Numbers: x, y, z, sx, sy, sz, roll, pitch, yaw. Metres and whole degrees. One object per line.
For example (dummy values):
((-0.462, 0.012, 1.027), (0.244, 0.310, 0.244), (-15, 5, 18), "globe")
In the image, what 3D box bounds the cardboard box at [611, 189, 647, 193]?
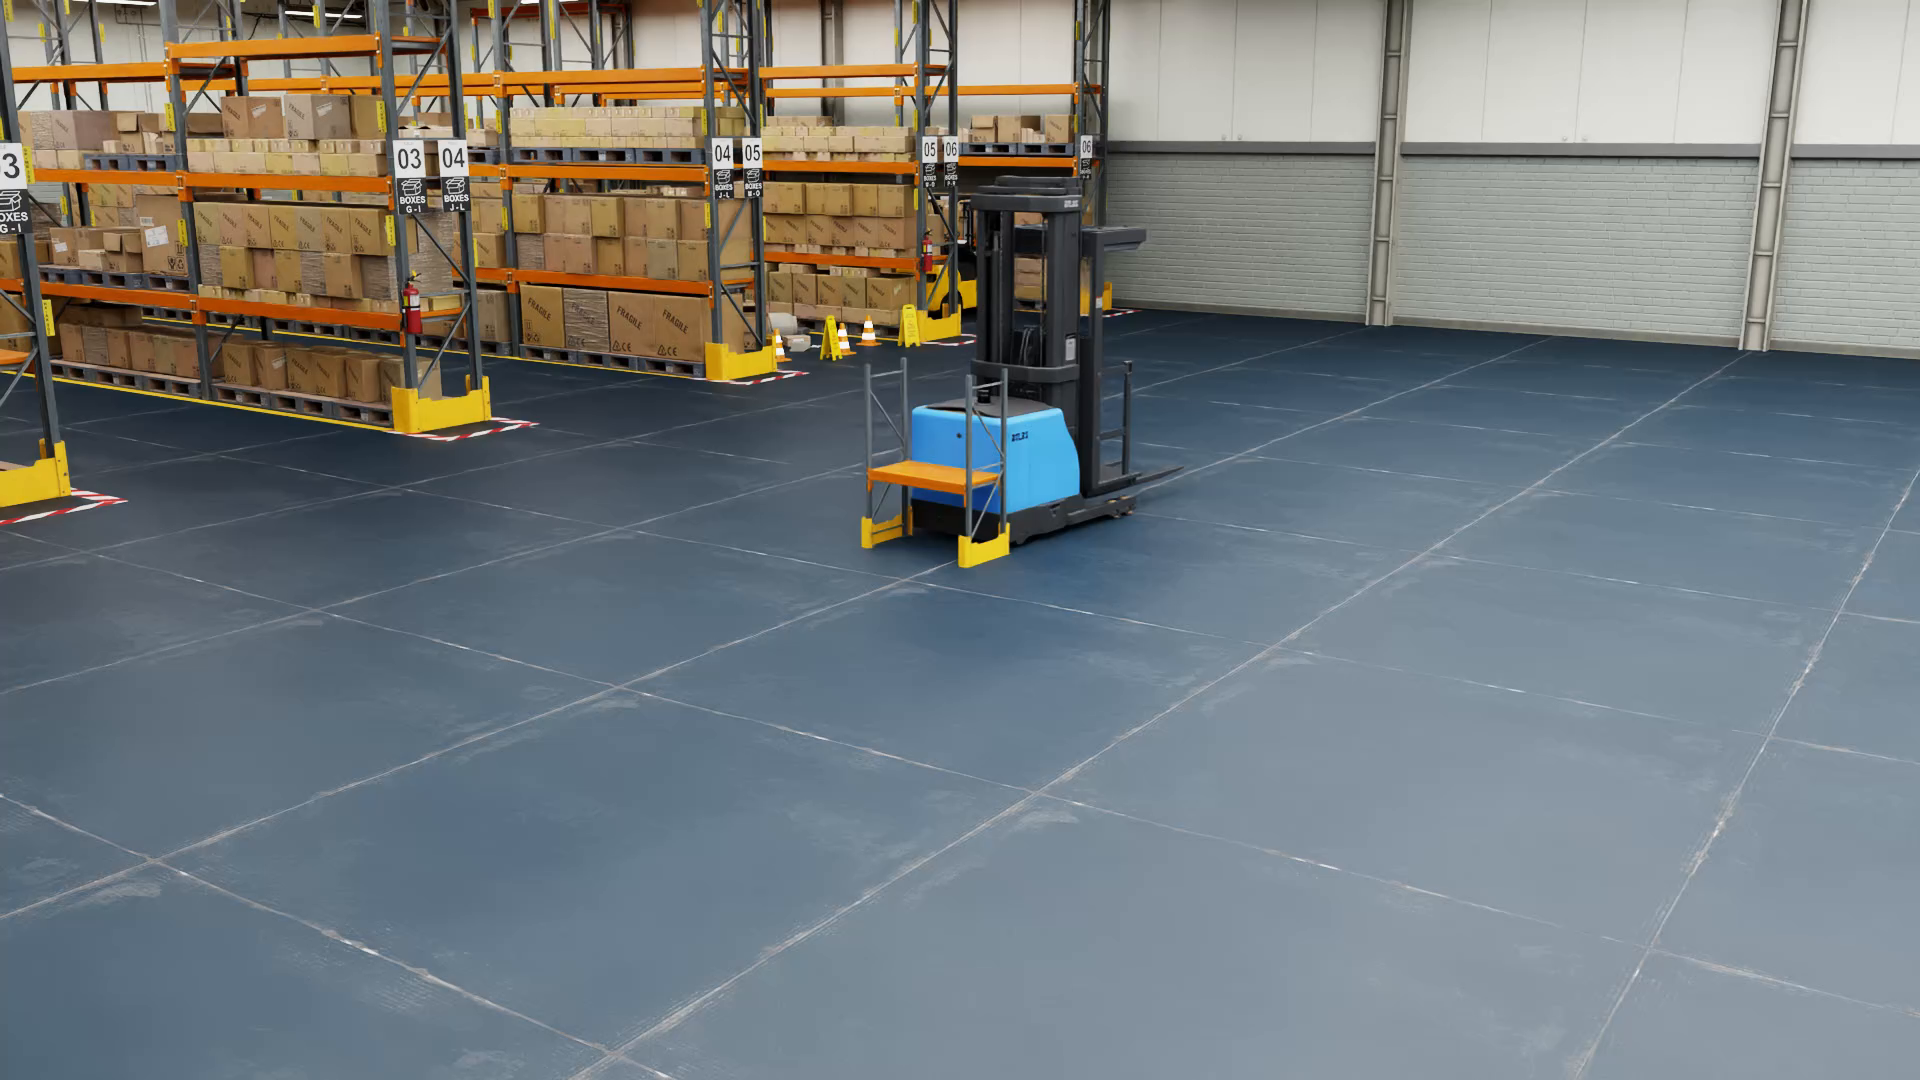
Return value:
((-7.278, -7.493, 36.767), (0.500, 0.500, 0.700), (10, 17, 34), "cardboard box")

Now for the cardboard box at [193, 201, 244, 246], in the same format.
((-8.982, -3.878, 20.339), (0.500, 0.500, 0.500), (9, 17, 33), "cardboard box")

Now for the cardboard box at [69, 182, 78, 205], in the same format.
((-16.095, -6.461, 30.771), (0.500, 0.500, 0.500), (9, 17, 32), "cardboard box")

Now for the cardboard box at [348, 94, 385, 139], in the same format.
((-6.976, -4.919, 19.342), (0.500, 0.500, 0.500), (9, 17, 33), "cardboard box")

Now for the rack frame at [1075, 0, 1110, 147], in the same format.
((2.403, -8.653, 30.049), (0.127, 3.000, 1.000), (9, 17, 33), "rack frame")

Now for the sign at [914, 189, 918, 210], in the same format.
((-0.690, -5.358, 26.157), (0.005, 0.325, 0.100), (9, 17, 33), "sign")

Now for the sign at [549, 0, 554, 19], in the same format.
((-6.032, -7.836, 24.477), (0.005, 0.325, 0.100), (9, 17, 33), "sign")

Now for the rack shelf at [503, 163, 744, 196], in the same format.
((-4.702, -5.125, 23.538), (4.000, 0.370, 1.077), (9, 17, 33), "rack shelf")

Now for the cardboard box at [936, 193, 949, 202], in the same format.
((-0.333, -6.633, 32.200), (0.250, 0.149, 0.380), (9, 16, 32), "cardboard box")

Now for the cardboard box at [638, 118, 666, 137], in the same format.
((-4.020, -5.607, 22.600), (0.500, 0.250, 0.500), (9, 17, 33), "cardboard box")

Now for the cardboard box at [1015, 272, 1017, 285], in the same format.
((0.974, -4.990, 31.545), (0.500, 0.250, 0.500), (9, 16, 32), "cardboard box")

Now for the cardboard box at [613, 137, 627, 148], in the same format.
((-4.562, -5.484, 22.932), (0.250, 0.149, 0.380), (9, 17, 33), "cardboard box")

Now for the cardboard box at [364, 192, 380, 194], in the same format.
((-11.711, -7.038, 33.722), (0.500, 0.500, 0.500), (9, 17, 34), "cardboard box")

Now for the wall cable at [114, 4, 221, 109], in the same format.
((-18.096, -10.664, 38.176), (0.029, 3.000, 2.355), (9, 17, 33), "wall cable")

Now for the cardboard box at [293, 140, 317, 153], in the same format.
((-7.375, -4.502, 19.008), (0.250, 0.149, 0.380), (8, 16, 30), "cardboard box")

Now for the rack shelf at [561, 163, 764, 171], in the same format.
((-5.343, -6.662, 29.747), (4.000, 0.370, 1.077), (9, 17, 33), "rack shelf")

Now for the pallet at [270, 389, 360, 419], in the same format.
((-7.620, -1.711, 20.295), (1.213, 0.211, 1.003), (9, 17, 33), "pallet")

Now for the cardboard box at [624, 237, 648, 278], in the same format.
((-4.239, -4.033, 23.560), (0.550, 0.550, 0.875), (9, 17, 33), "cardboard box")

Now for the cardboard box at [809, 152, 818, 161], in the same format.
((-2.280, -6.323, 27.403), (0.250, 0.149, 0.380), (9, 17, 33), "cardboard box")

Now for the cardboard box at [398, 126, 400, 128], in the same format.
((-8.646, -6.407, 26.326), (0.500, 0.311, 0.500), (9, 17, 33), "cardboard box")

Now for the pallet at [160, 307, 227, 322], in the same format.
((-13.577, -4.088, 29.900), (1.213, 0.211, 1.003), (9, 17, 33), "pallet")

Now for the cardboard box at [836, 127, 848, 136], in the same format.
((-1.807, -6.650, 27.064), (0.250, 0.149, 0.380), (9, 16, 31), "cardboard box")

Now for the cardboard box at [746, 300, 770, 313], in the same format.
((-3.344, -4.023, 28.680), (0.500, 0.250, 0.500), (8, 16, 30), "cardboard box")

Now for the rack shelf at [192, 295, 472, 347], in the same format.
((-7.554, -2.693, 19.958), (4.000, 0.370, 1.077), (9, 17, 33), "rack shelf")

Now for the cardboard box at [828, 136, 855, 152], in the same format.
((-1.789, -6.429, 27.003), (0.500, 0.250, 0.500), (10, 17, 34), "cardboard box")

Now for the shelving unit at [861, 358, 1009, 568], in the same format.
((-0.203, -0.641, 13.291), (1.083, 1.500, 0.587), (10, 17, 36), "shelving unit")

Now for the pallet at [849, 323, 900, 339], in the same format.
((-1.081, -3.523, 27.615), (1.213, 0.211, 1.003), (9, 17, 33), "pallet")

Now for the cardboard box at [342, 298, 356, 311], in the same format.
((-6.889, -2.743, 19.184), (0.250, 0.149, 0.380), (9, 17, 33), "cardboard box")

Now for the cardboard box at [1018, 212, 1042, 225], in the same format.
((1.423, -5.874, 31.102), (0.500, 0.500, 0.500), (10, 17, 35), "cardboard box")

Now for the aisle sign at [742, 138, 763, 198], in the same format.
((-2.817, -5.062, 22.619), (0.004, 0.787, 0.394), (9, 17, 33), "aisle sign")

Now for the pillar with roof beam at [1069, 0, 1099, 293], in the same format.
((-0.074, -8.067, 27.685), (0.400, 9.000, 9.100), (9, 17, 33), "pillar with roof beam")

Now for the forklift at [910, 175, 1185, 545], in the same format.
((0.909, -1.678, 14.501), (1.130, 2.935, 3.031), (11, 18, 38), "forklift")

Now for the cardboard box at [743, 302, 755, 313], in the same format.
((-3.553, -3.660, 27.561), (0.500, 0.500, 0.500), (-4, 14, -16), "cardboard box")

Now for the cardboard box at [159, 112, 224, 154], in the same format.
((-9.549, -5.104, 20.866), (0.637, 0.503, 0.797), (8, 16, 30), "cardboard box")

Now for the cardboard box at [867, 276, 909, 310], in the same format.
((-1.174, -4.039, 27.184), (0.500, 0.500, 0.500), (9, 17, 33), "cardboard box")

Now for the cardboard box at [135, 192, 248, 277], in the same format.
((-9.795, -3.940, 21.376), (1.000, 1.000, 1.000), (9, 17, 33), "cardboard box")

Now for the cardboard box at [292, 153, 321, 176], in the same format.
((-7.273, -4.308, 19.055), (0.500, 0.250, 0.500), (10, 17, 34), "cardboard box")

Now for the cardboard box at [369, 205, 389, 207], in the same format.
((-6.610, -3.649, 19.414), (0.500, 0.500, 0.500), (9, 17, 33), "cardboard box")

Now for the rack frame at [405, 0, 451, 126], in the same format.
((-10.321, -9.272, 32.550), (0.127, 3.000, 1.000), (9, 17, 33), "rack frame")

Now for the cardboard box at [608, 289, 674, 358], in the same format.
((-4.374, -3.118, 23.722), (0.875, 0.875, 0.875), (9, 16, 32), "cardboard box")

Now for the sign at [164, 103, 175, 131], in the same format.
((-9.521, -5.098, 20.036), (0.005, 0.325, 0.100), (9, 17, 33), "sign")

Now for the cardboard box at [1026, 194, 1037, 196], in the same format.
((1.389, -6.477, 31.568), (0.250, 0.149, 0.380), (10, 17, 35), "cardboard box")

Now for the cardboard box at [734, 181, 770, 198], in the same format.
((-3.439, -5.863, 28.356), (0.500, 0.500, 0.700), (9, 17, 32), "cardboard box")

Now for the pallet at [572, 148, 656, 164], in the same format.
((-4.681, -5.424, 23.432), (1.213, 0.211, 1.003), (9, 17, 33), "pallet")

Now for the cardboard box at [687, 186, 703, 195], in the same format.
((-4.835, -6.257, 29.806), (0.250, 0.149, 0.380), (10, 17, 36), "cardboard box")

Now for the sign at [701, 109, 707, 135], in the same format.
((-3.357, -5.491, 21.842), (0.005, 0.325, 0.100), (9, 17, 33), "sign")

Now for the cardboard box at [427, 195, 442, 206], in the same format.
((-8.042, -5.090, 25.853), (0.500, 0.500, 0.700), (9, 17, 32), "cardboard box")

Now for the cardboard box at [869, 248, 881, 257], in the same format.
((-1.267, -4.686, 27.035), (0.250, 0.149, 0.380), (9, 16, 32), "cardboard box")

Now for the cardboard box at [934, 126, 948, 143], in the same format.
((-0.362, -7.782, 31.878), (0.500, 0.311, 0.500), (10, 17, 34), "cardboard box")

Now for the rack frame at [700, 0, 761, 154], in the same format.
((-3.043, -6.662, 22.008), (0.127, 3.000, 1.000), (9, 17, 33), "rack frame")

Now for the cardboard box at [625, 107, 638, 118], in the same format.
((-4.353, -5.837, 22.700), (0.250, 0.149, 0.380), (9, 17, 33), "cardboard box")

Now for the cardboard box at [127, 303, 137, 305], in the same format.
((-15.016, -4.409, 30.449), (0.250, 0.149, 0.380), (8, 16, 30), "cardboard box")
